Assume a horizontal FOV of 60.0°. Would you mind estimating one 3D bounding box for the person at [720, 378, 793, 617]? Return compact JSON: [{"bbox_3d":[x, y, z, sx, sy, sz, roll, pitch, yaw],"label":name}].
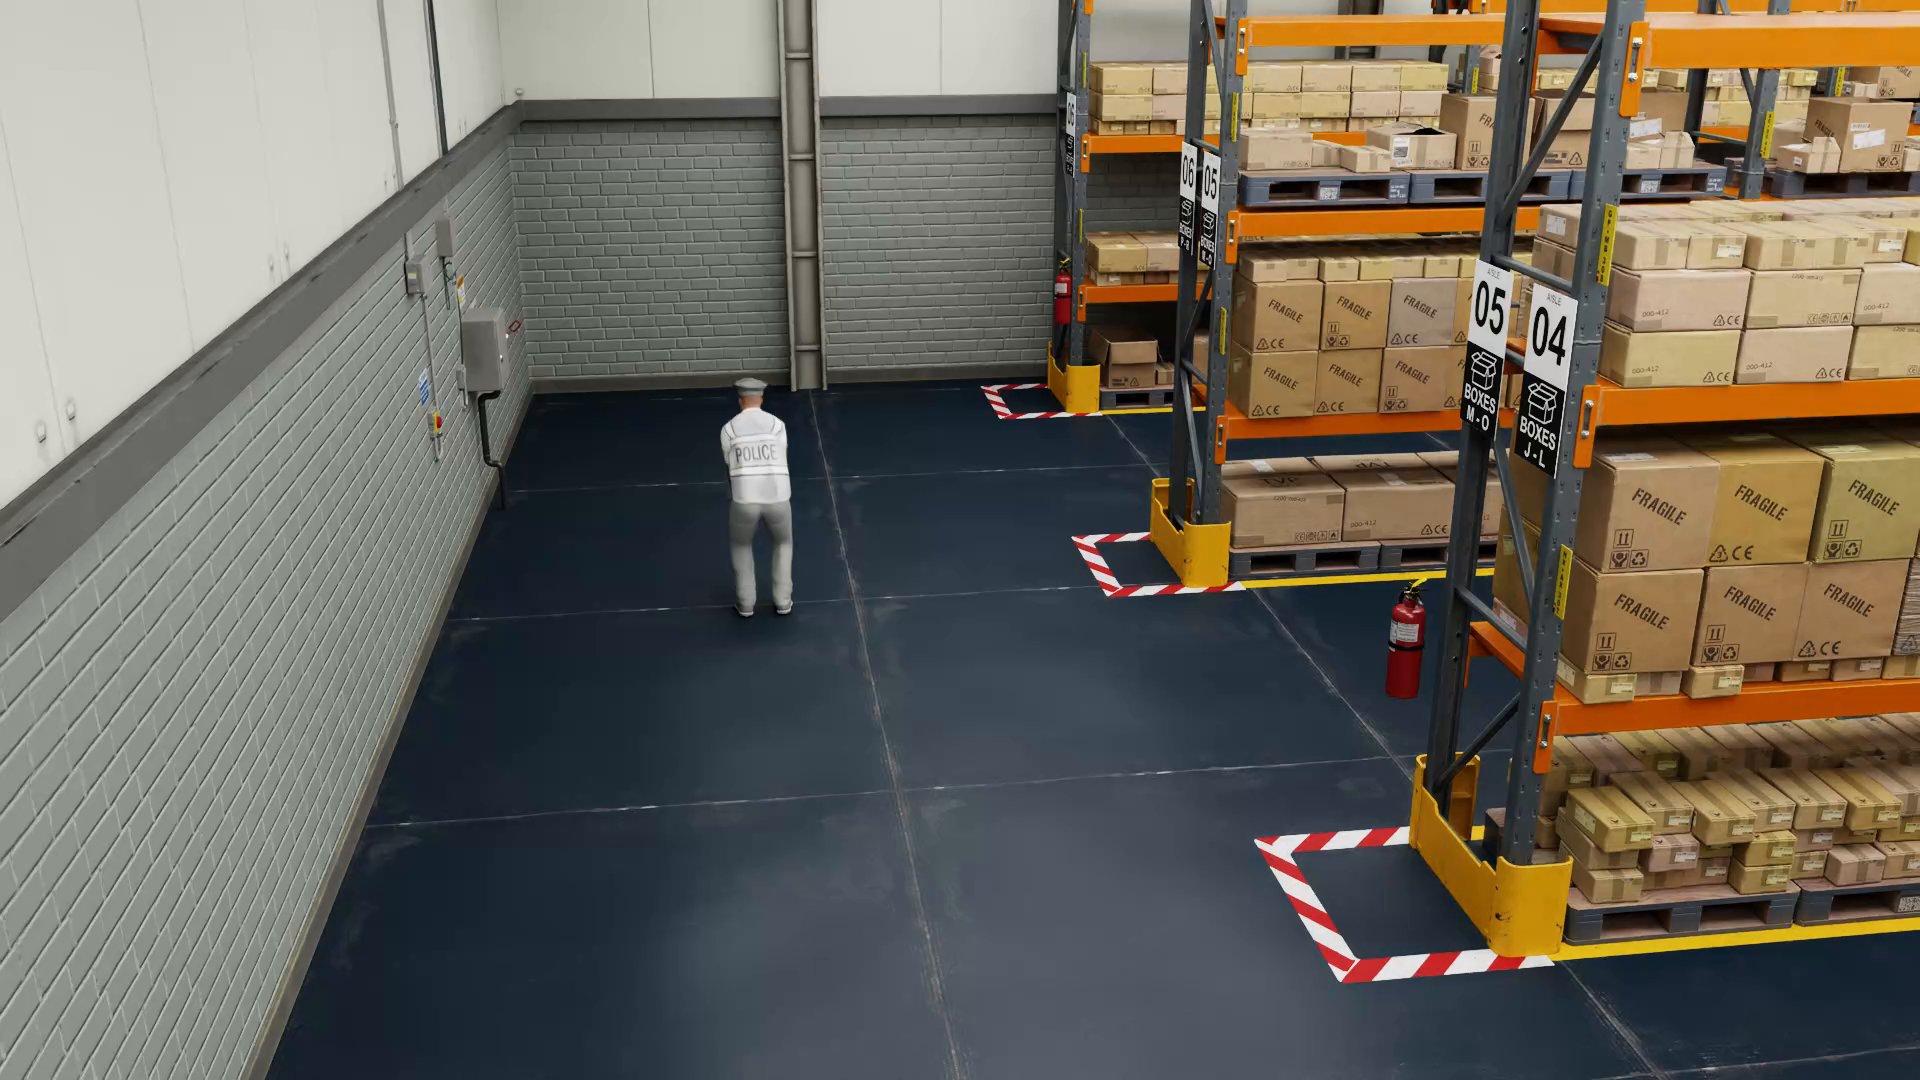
[{"bbox_3d":[-1.462,-0.296,12.000,0.483,1.681,0.631,-3,20,-9],"label":"person"}]
